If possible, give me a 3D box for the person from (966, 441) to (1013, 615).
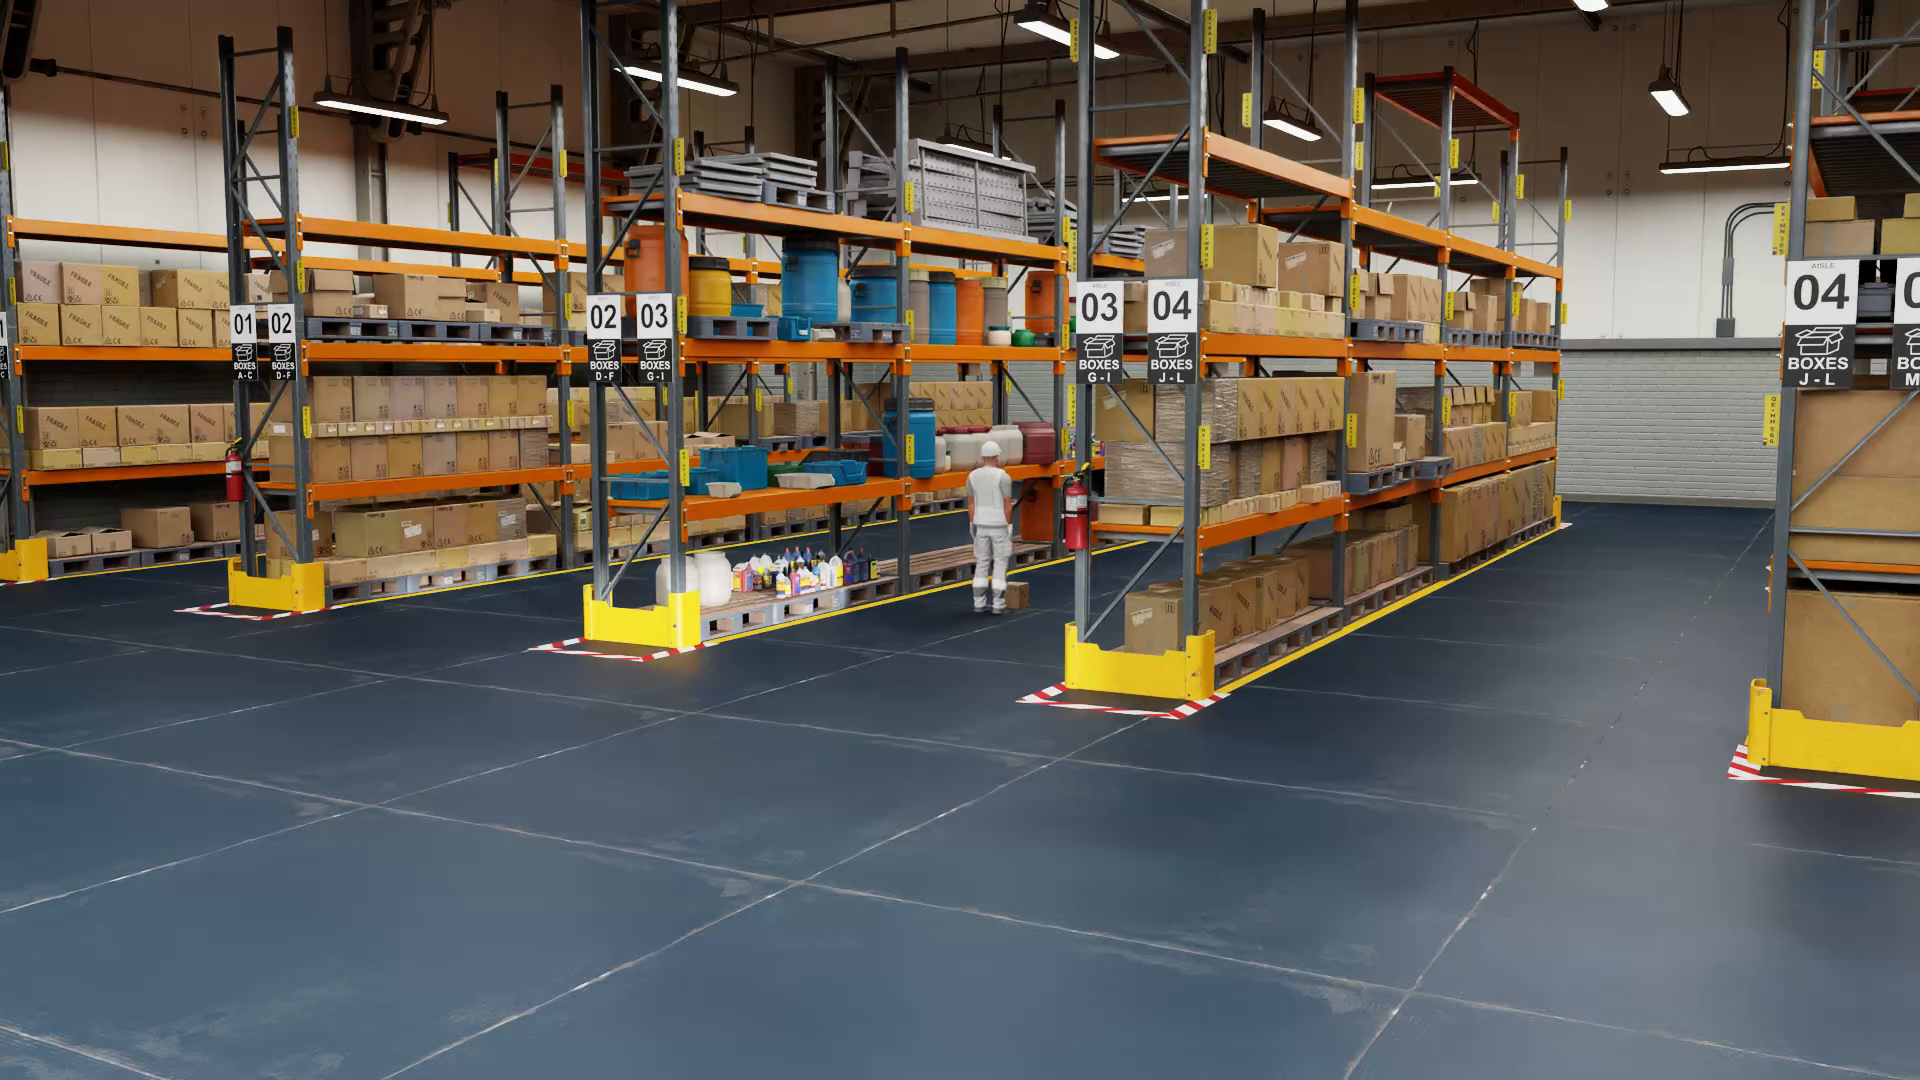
[{"bbox_3d":[0.326,-0.122,17.262,0.523,1.813,0.332,3,7,30],"label":"person"}]
